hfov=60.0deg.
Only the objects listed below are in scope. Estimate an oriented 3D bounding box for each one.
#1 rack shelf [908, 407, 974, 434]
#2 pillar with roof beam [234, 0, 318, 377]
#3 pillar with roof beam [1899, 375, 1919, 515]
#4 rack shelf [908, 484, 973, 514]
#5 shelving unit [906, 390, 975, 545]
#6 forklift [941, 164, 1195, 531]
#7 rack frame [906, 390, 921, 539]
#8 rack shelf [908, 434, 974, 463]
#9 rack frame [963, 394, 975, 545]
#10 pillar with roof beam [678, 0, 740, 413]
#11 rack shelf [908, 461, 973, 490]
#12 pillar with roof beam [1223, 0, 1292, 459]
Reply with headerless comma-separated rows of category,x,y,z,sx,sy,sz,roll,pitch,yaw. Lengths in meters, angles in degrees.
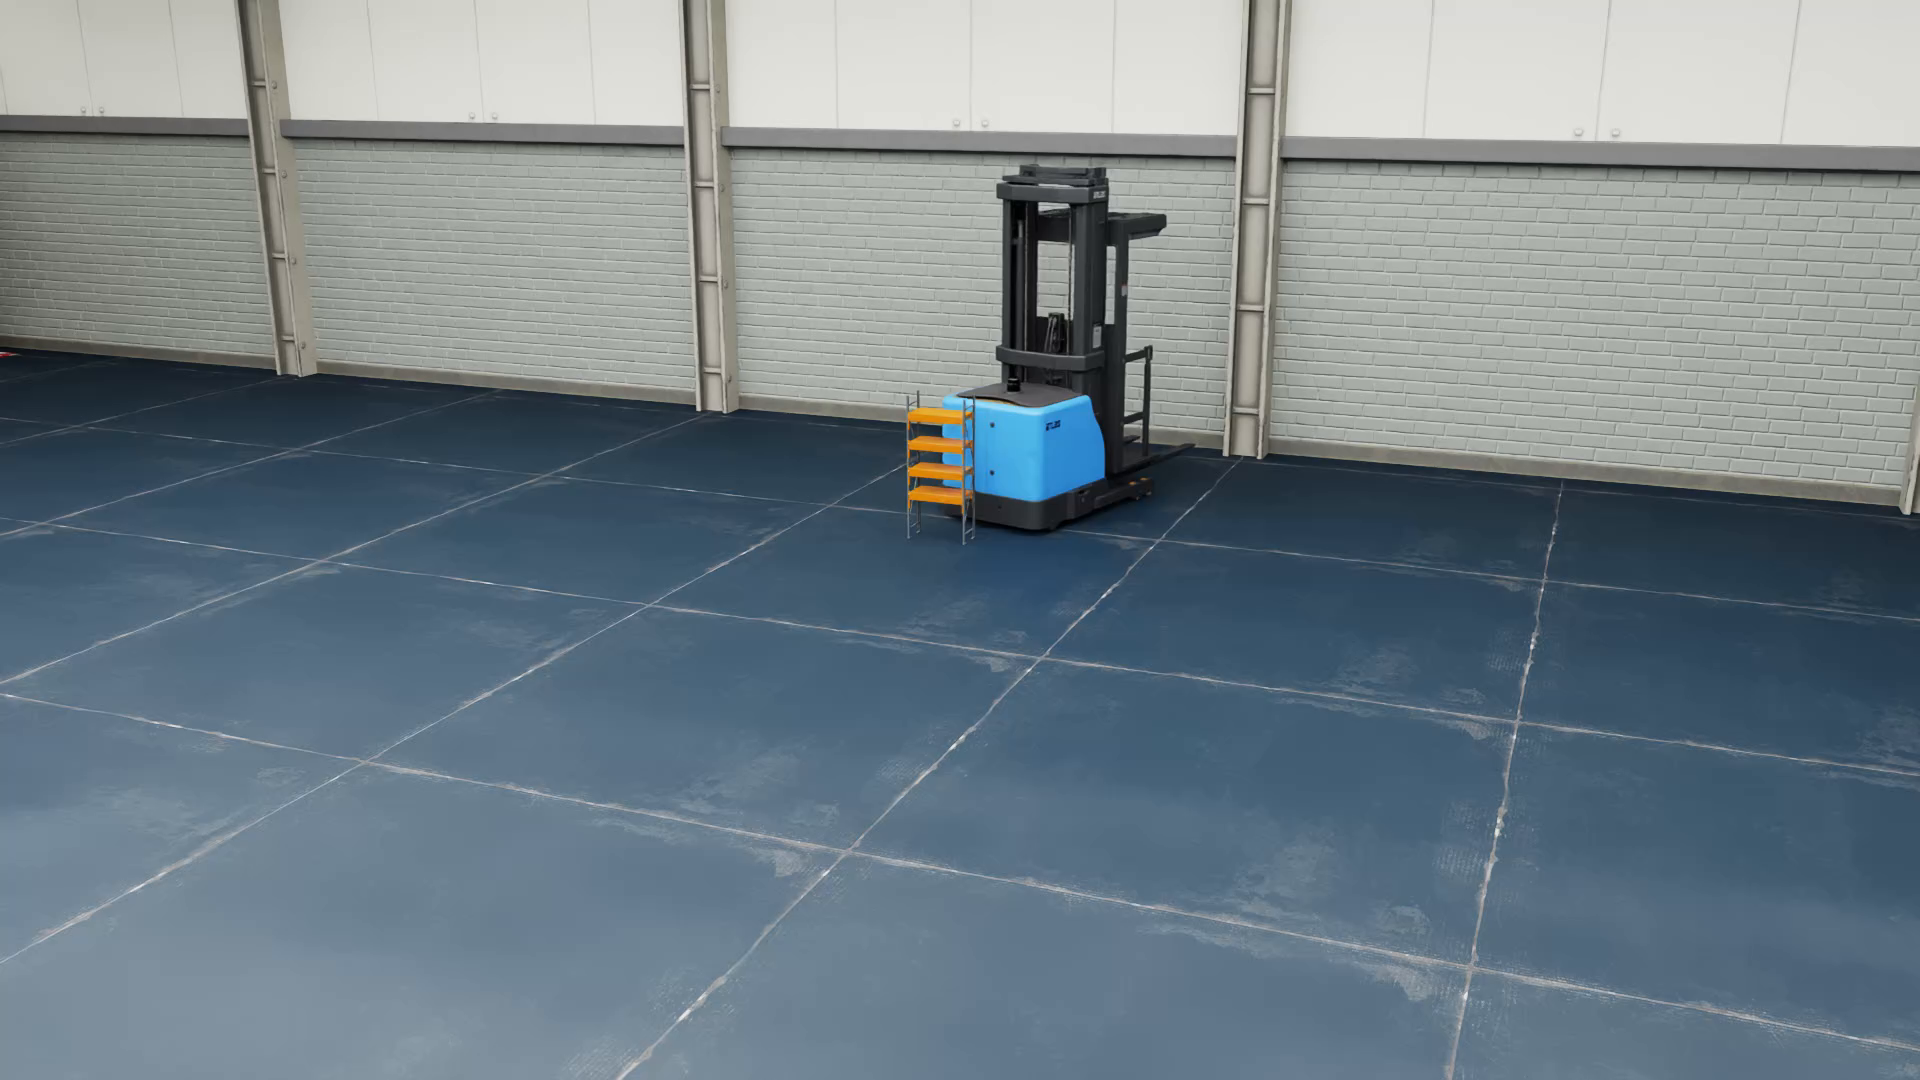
rack shelf,-0.154,-0.971,13.455,0.480,0.148,0.258,6,17,21
pillar with roof beam,-9.886,-5.292,15.763,0.400,9.000,9.100,6,17,21
pillar with roof beam,6.859,-3.451,9.420,0.400,9.000,9.100,6,17,21
rack shelf,-0.154,-0.338,13.639,0.480,0.148,0.258,6,17,21
shelving unit,-0.154,-0.593,13.565,0.503,1.200,0.258,6,17,21
forklift,1.111,-1.836,14.742,1.130,2.935,3.031,12,20,35
rack frame,-0.381,-0.618,13.651,0.015,1.200,0.240,6,17,21
rack shelf,-0.154,-0.743,13.521,0.480,0.148,0.258,6,17,21
rack frame,0.073,-0.568,13.479,0.015,1.200,0.240,6,17,21
pillar with roof beam,-4.304,-4.679,13.649,0.400,9.000,9.100,6,17,21
rack shelf,-0.154,-0.529,13.583,0.480,0.148,0.258,6,17,21
pillar with roof beam,1.278,-4.065,11.534,0.400,9.000,9.100,6,17,21
